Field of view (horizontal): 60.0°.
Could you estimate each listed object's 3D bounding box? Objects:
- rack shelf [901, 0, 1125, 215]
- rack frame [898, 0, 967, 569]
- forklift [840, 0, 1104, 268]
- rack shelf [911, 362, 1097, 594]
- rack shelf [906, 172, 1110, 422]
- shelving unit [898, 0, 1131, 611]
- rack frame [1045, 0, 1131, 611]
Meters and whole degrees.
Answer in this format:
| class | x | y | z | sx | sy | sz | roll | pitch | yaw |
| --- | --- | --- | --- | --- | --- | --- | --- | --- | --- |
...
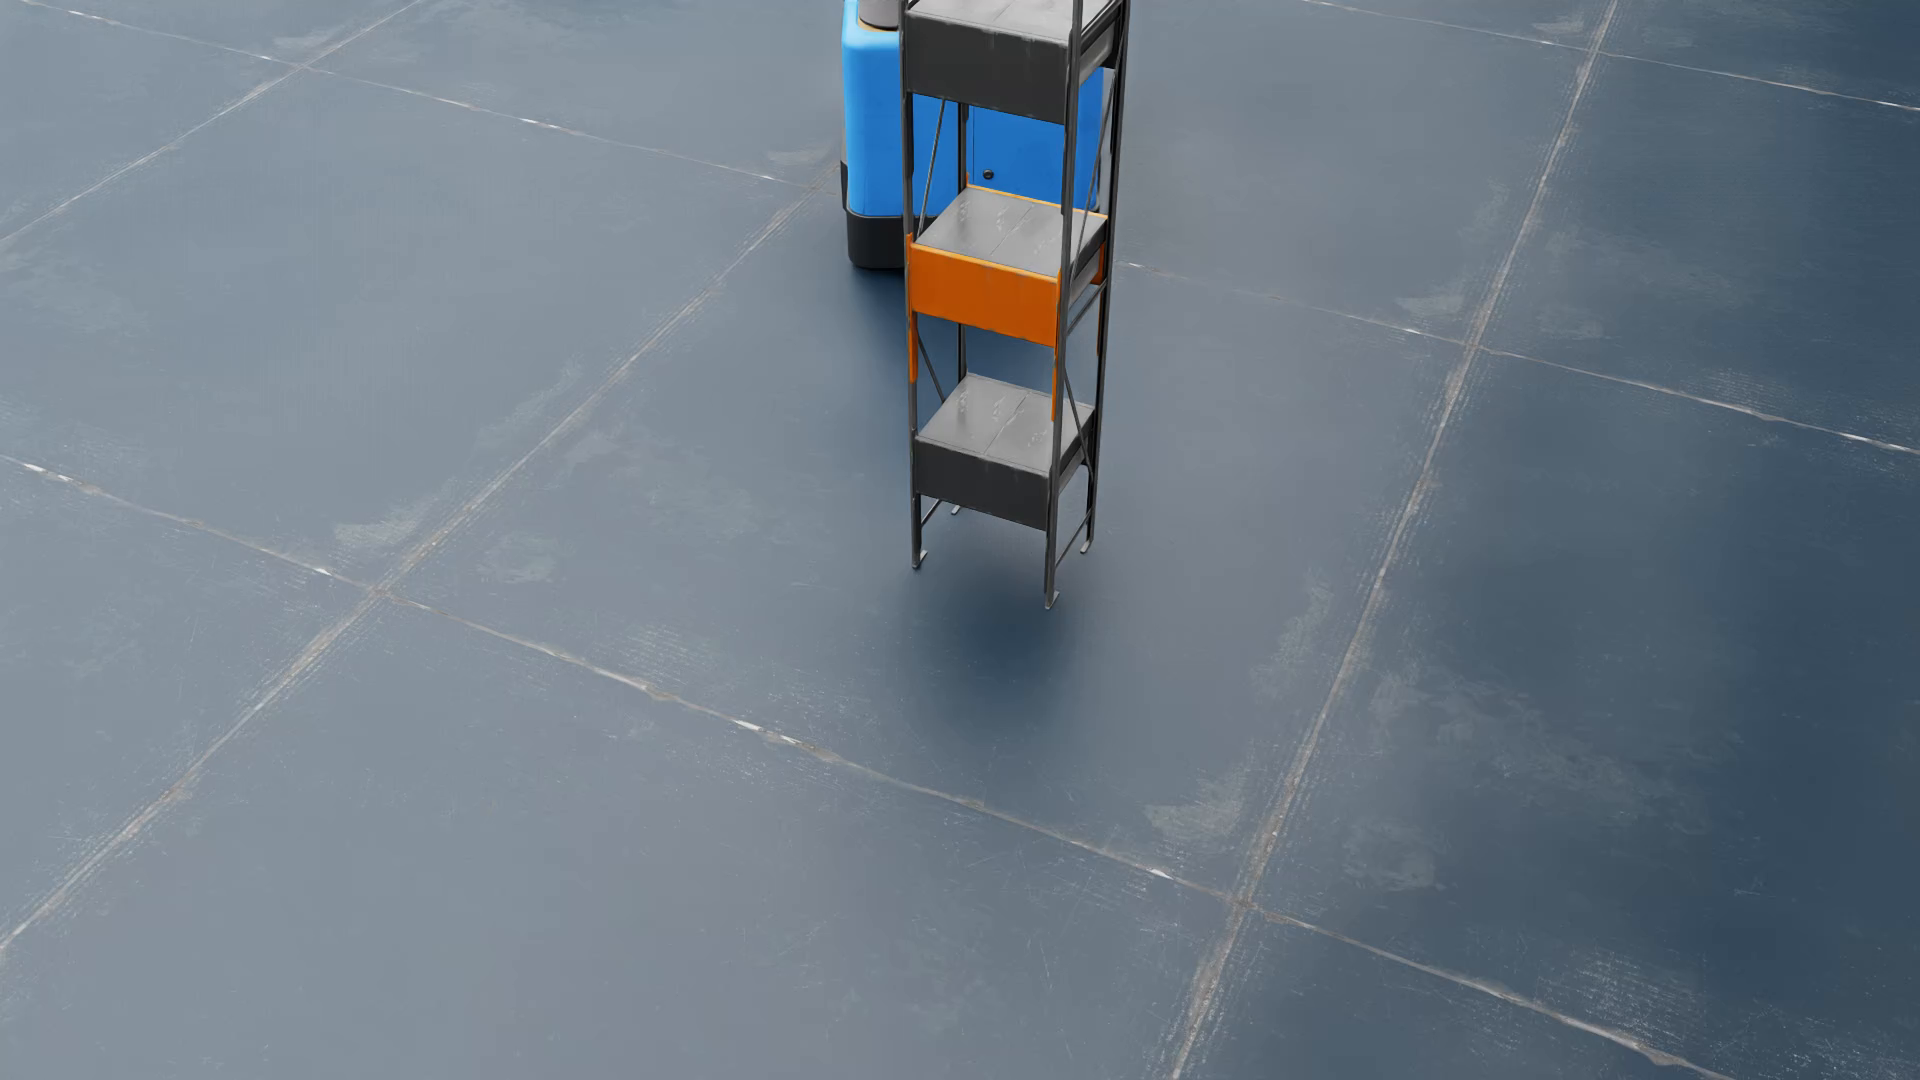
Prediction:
| class | x | y | z | sx | sy | sz | roll | pitch | yaw |
| --- | --- | --- | --- | --- | --- | --- | --- | --- | --- |
| rack shelf | 0.150 | -1.266 | 4.560 | 0.480 | 0.518 | 0.431 | 17 | 44 | 19 |
| rack frame | -0.071 | -0.815 | 5.087 | 0.015 | 2.100 | 0.400 | 17 | 44 | 19 |
| forklift | 0.029 | -3.185 | 7.187 | 1.130 | 2.935 | 3.031 | -1 | 41 | -1 |
| rack shelf | 0.150 | -0.208 | 5.477 | 0.480 | 0.518 | 0.431 | 17 | 44 | 19 |
| rack shelf | 0.150 | -0.737 | 5.018 | 0.480 | 0.518 | 0.431 | 17 | 44 | 19 |
| shelving unit | 0.150 | -0.748 | 5.009 | 0.503 | 2.100 | 0.431 | 17 | 44 | 19 |
| rack frame | 0.371 | -0.680 | 4.931 | 0.015 | 2.100 | 0.400 | 17 | 44 | 19 |
